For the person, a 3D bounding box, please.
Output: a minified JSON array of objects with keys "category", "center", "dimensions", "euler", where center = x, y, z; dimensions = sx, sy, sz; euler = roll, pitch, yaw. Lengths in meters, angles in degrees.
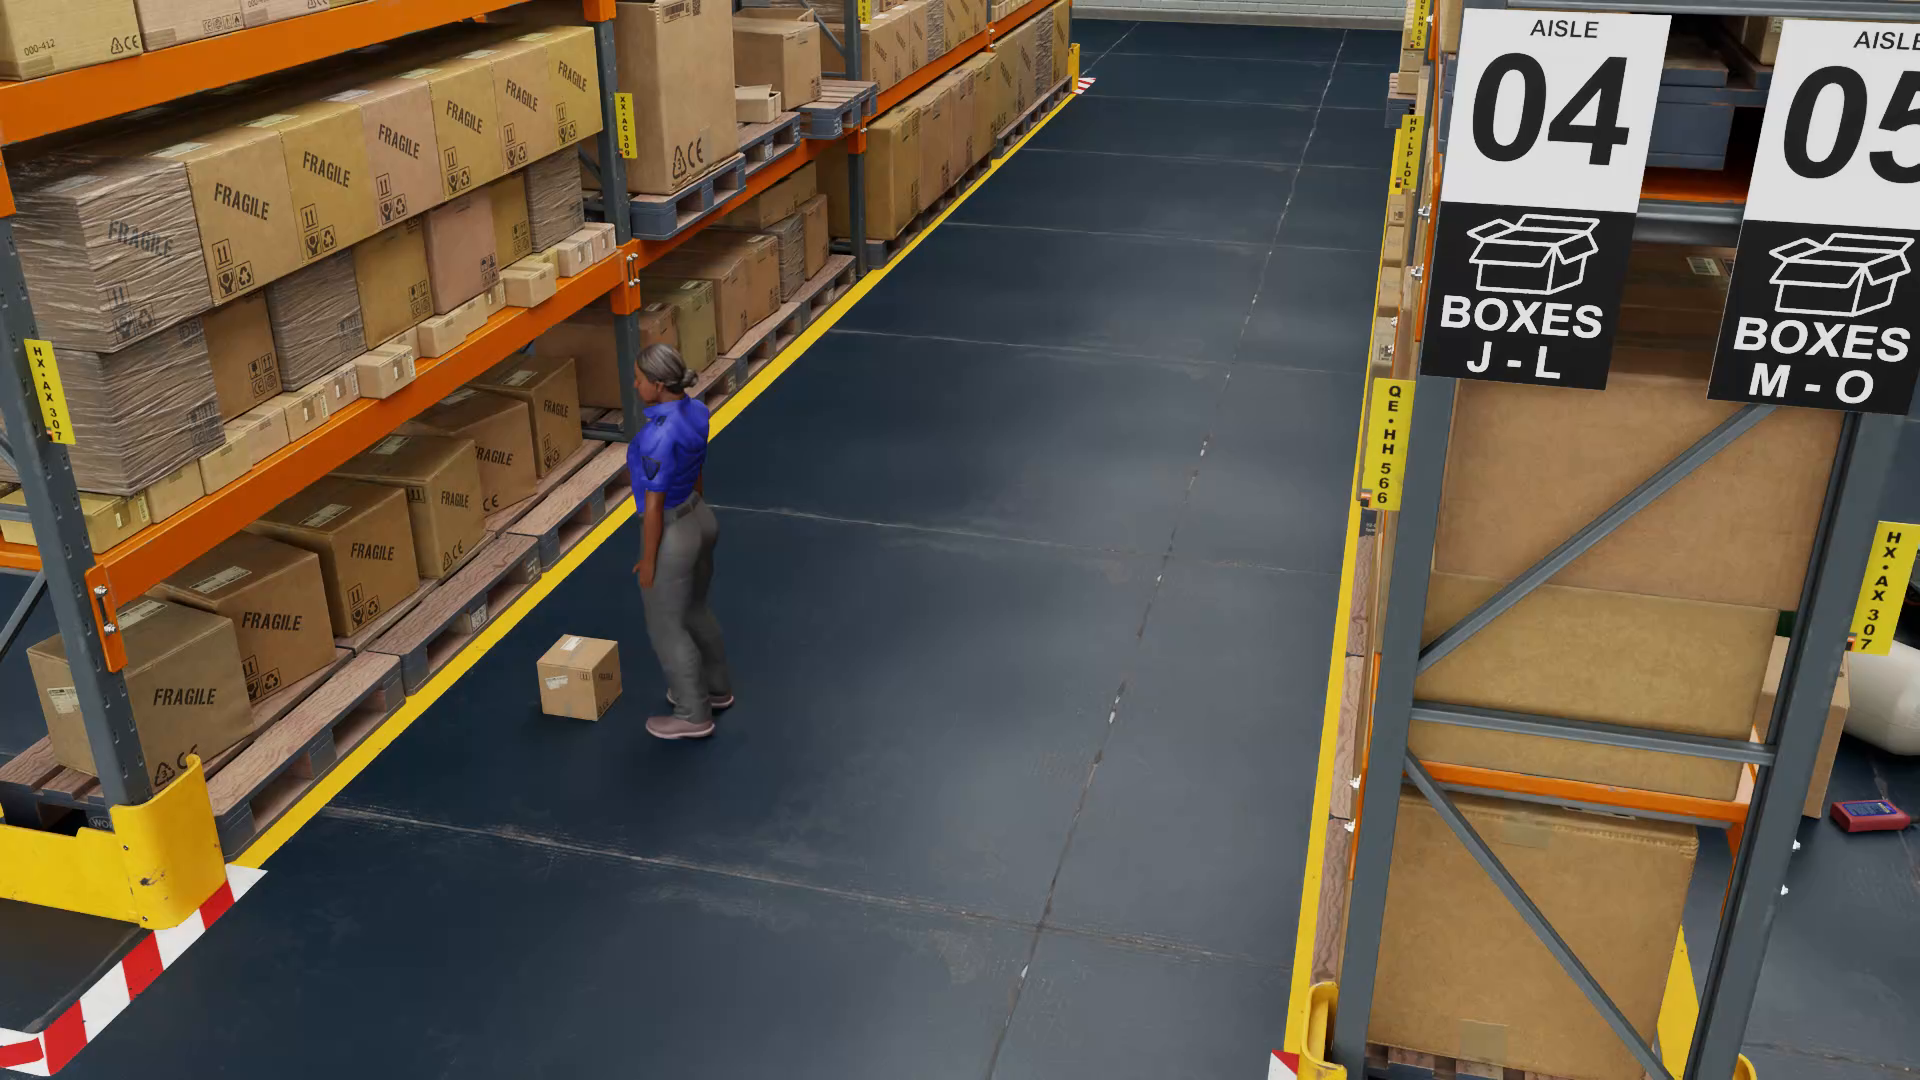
[{"category":"person","center":[-1.133,-0.027,6.591],"dimensions":[0.293,1.581,0.437],"euler":[7,26,14]}]
